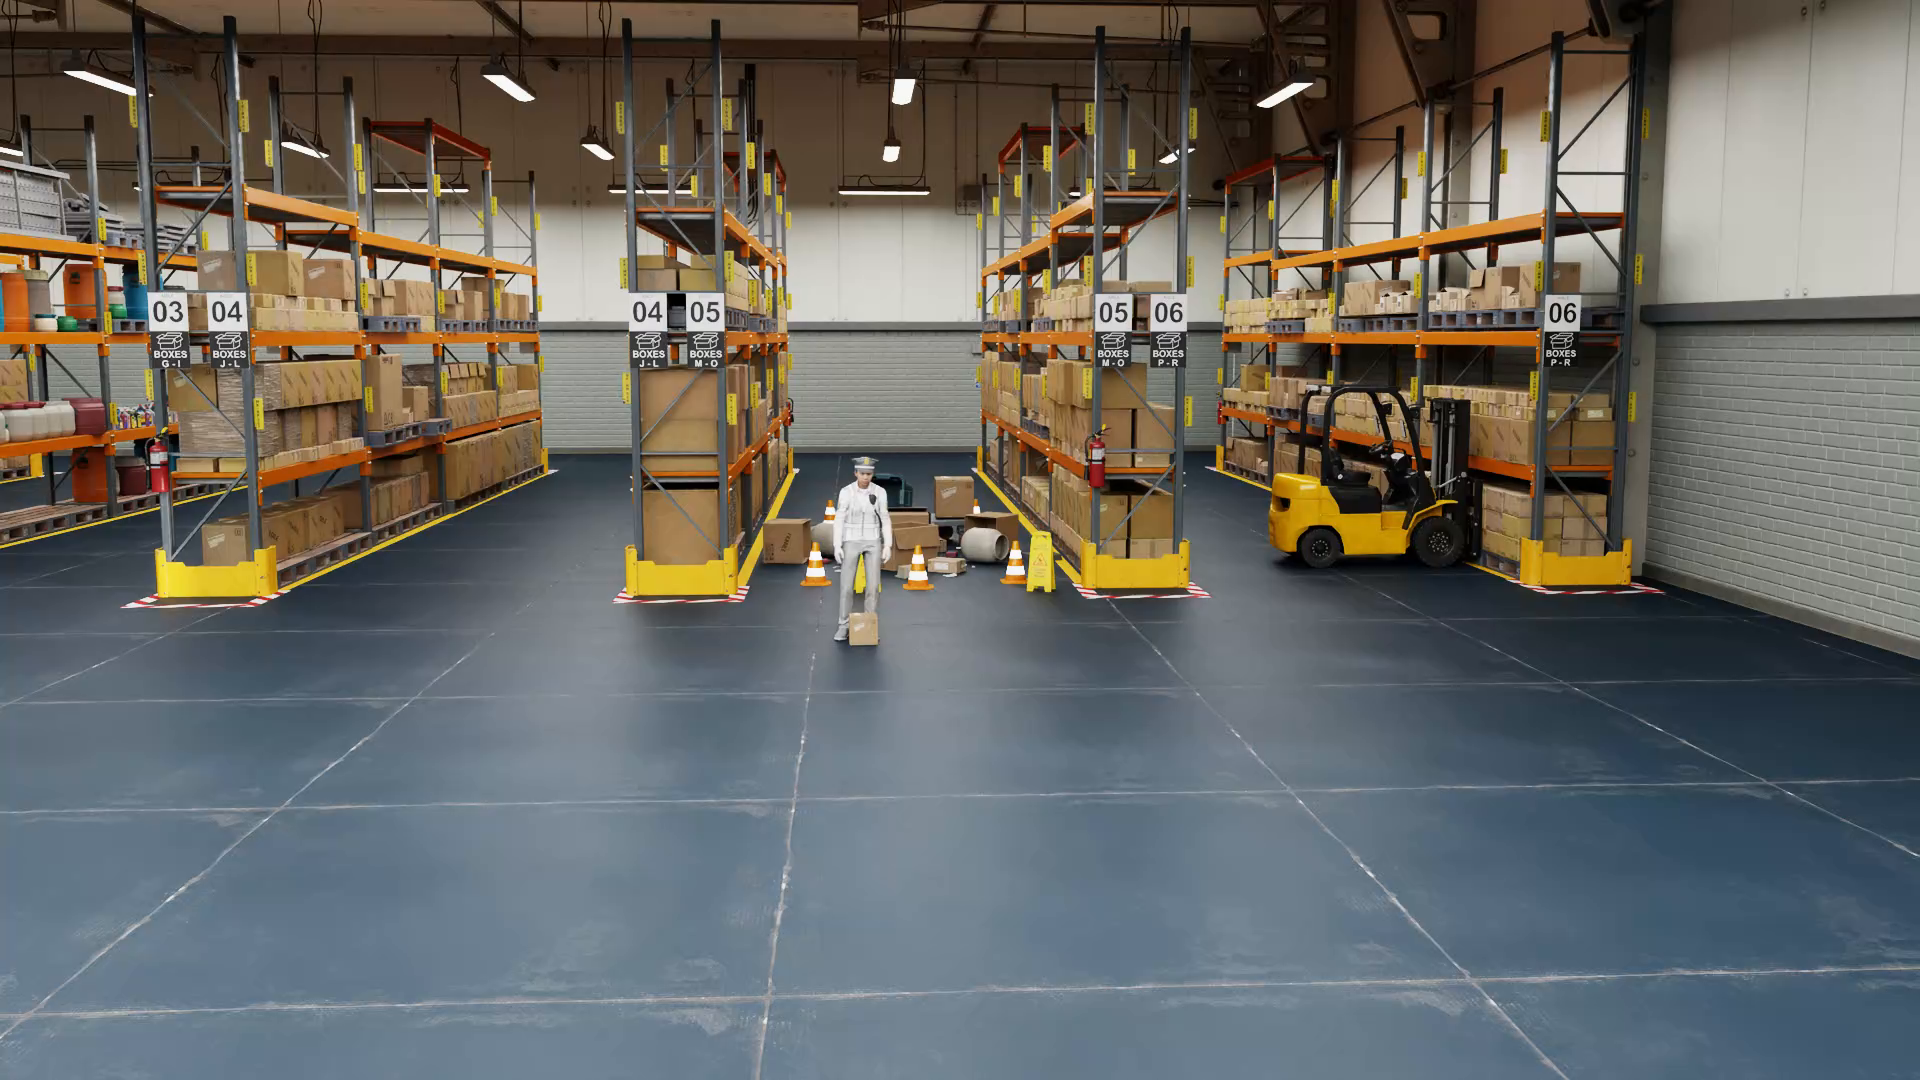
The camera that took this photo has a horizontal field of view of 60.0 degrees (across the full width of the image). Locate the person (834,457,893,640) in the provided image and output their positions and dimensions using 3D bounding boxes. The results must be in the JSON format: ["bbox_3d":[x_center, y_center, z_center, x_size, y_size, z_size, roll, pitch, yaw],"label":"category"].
[{"bbox_3d":[-0.885,0.073,15.128,0.547,1.667,0.409,-1,7,-7],"label":"person"}]
